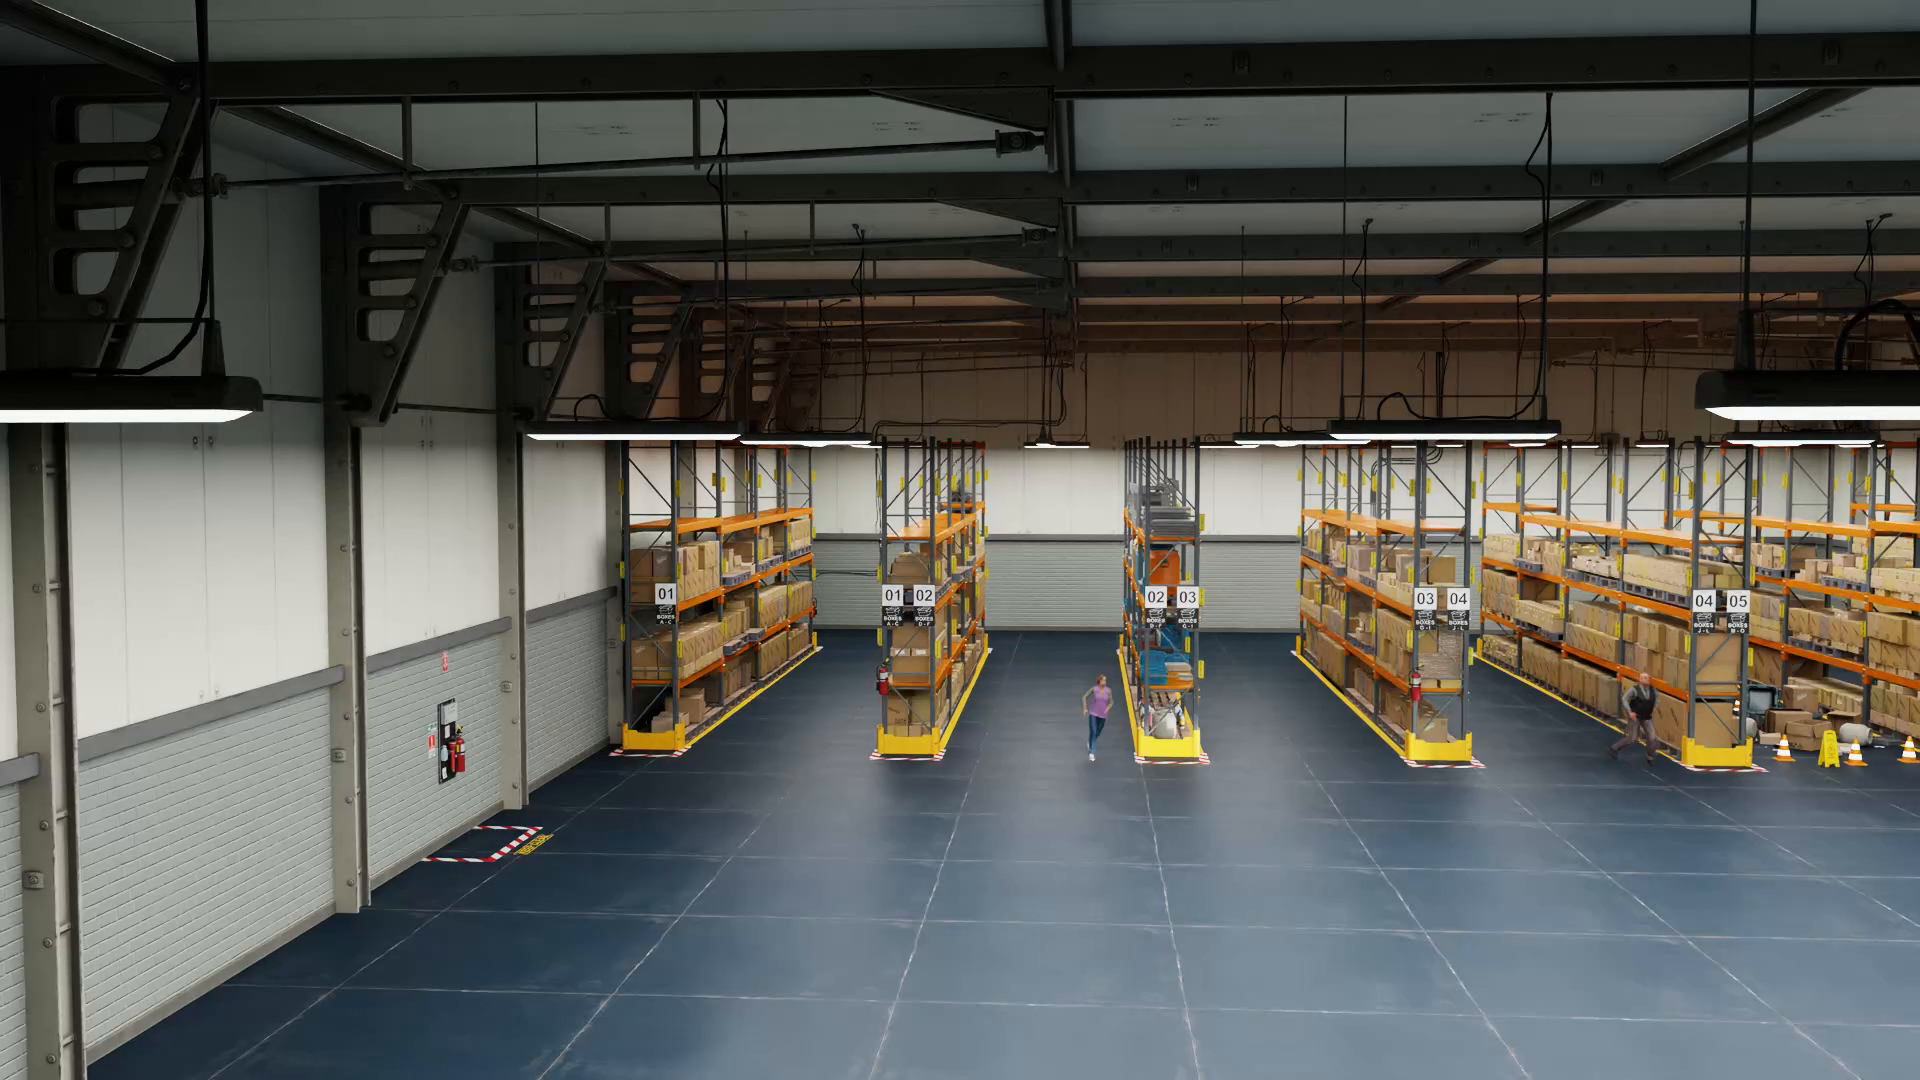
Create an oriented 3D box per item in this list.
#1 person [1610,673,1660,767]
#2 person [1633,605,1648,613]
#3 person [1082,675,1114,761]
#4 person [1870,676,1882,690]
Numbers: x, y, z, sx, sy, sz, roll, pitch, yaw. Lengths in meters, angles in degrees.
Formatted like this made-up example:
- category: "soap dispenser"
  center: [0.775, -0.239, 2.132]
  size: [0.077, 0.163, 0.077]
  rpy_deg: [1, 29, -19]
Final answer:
- category: "person"
  center: [12.411, 3.278, 30.414]
  size: [0.864, 1.721, 0.674]
  rpy_deg: [-1, 3, -13]
- category: "person"
  center: [19.342, 2.348, 47.239]
  size: [0.596, 1.729, 0.703]
  rpy_deg: [0, 3, 7]
- category: "person"
  center: [2.566, 3.274, 30.957]
  size: [0.583, 1.558, 0.835]
  rpy_deg: [0, 3, -8]
- category: "person"
  center: [21.083, 2.828, 38.199]
  size: [0.708, 1.765, 0.824]
  rpy_deg: [0, 3, -2]
